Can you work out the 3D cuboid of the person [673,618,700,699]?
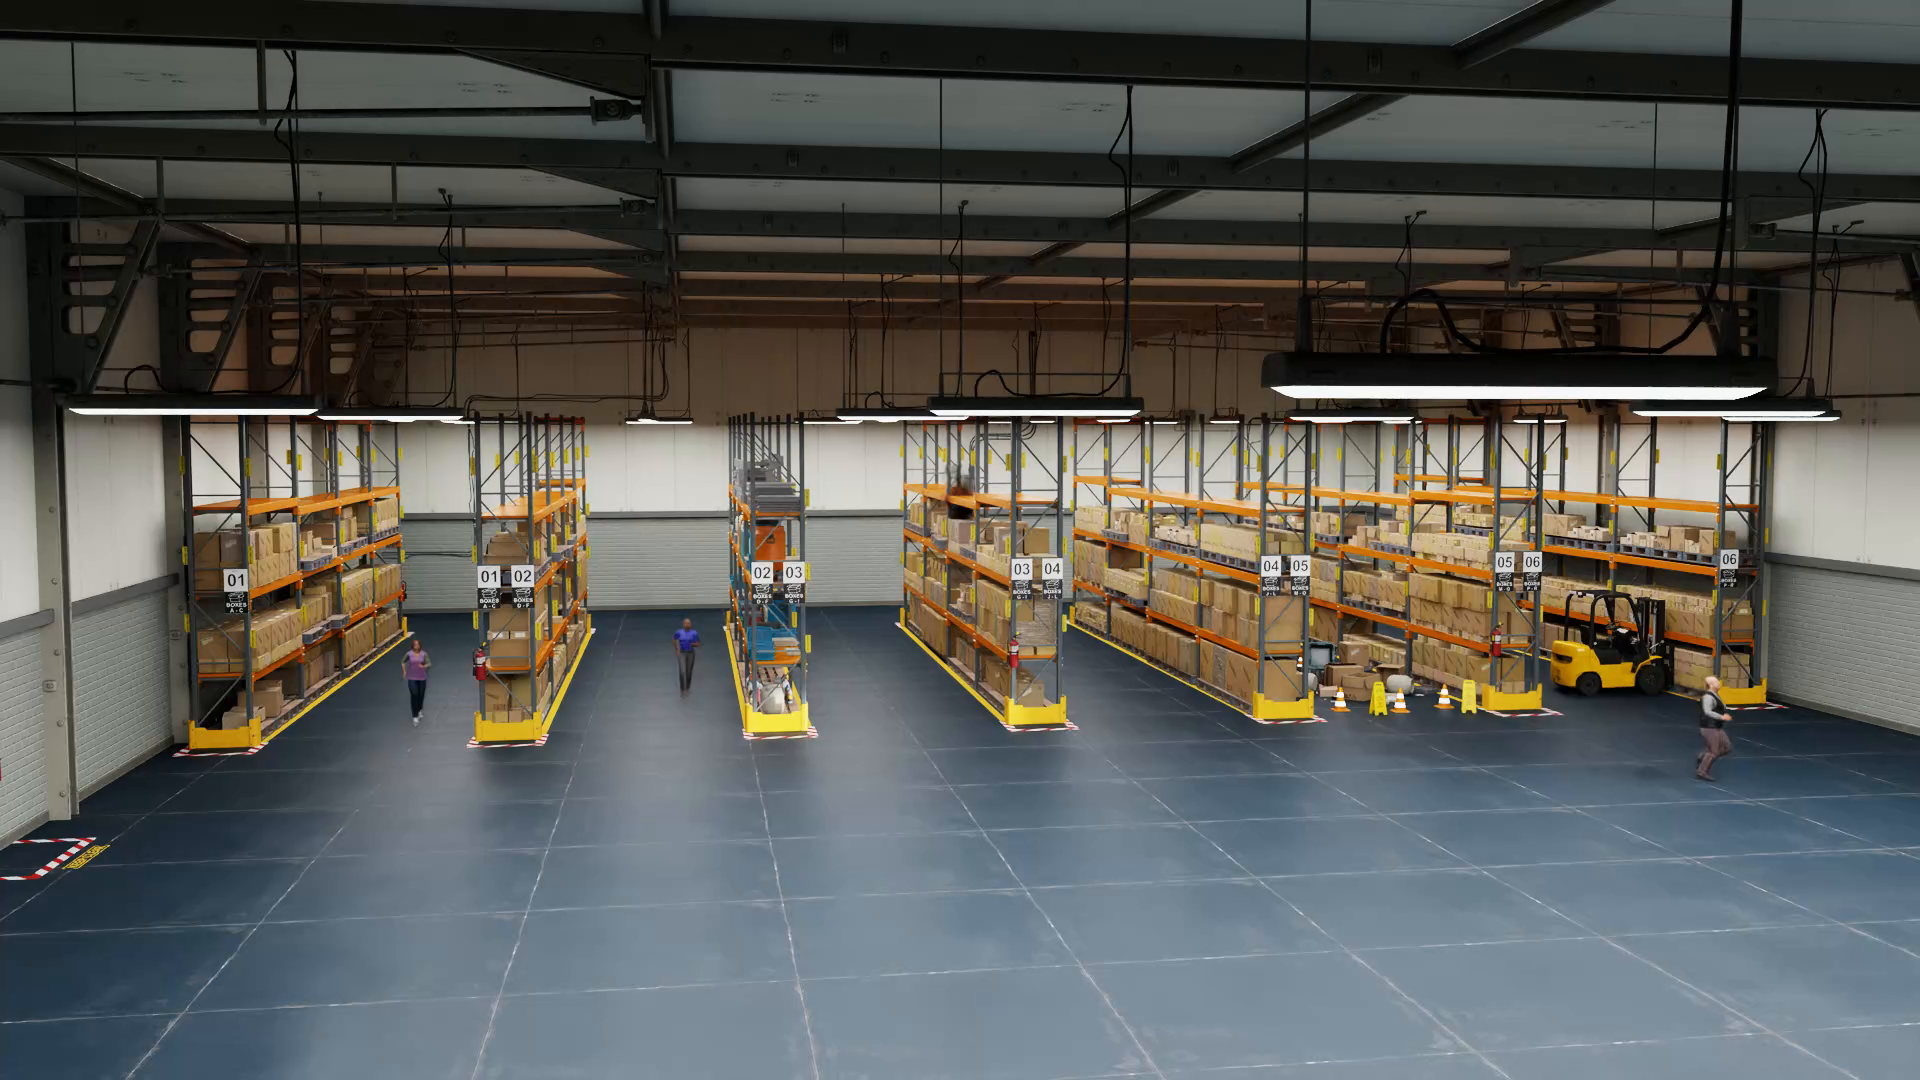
[{"bbox_3d":[-5.801,2.508,35.307,0.555,1.716,0.755,-1,4,-15],"label":"person"}]

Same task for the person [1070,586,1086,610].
[{"bbox_3d":[3.630,1.487,49.752,0.665,1.750,0.710,1,4,14],"label":"person"}]

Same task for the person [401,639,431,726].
[{"bbox_3d":[-10.504,2.721,32.160,0.519,1.626,0.797,-2,4,-26],"label":"person"}]

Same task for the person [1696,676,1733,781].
[{"bbox_3d":[12.207,3.082,26.891,0.555,1.620,0.708,2,5,33],"label":"person"}]
